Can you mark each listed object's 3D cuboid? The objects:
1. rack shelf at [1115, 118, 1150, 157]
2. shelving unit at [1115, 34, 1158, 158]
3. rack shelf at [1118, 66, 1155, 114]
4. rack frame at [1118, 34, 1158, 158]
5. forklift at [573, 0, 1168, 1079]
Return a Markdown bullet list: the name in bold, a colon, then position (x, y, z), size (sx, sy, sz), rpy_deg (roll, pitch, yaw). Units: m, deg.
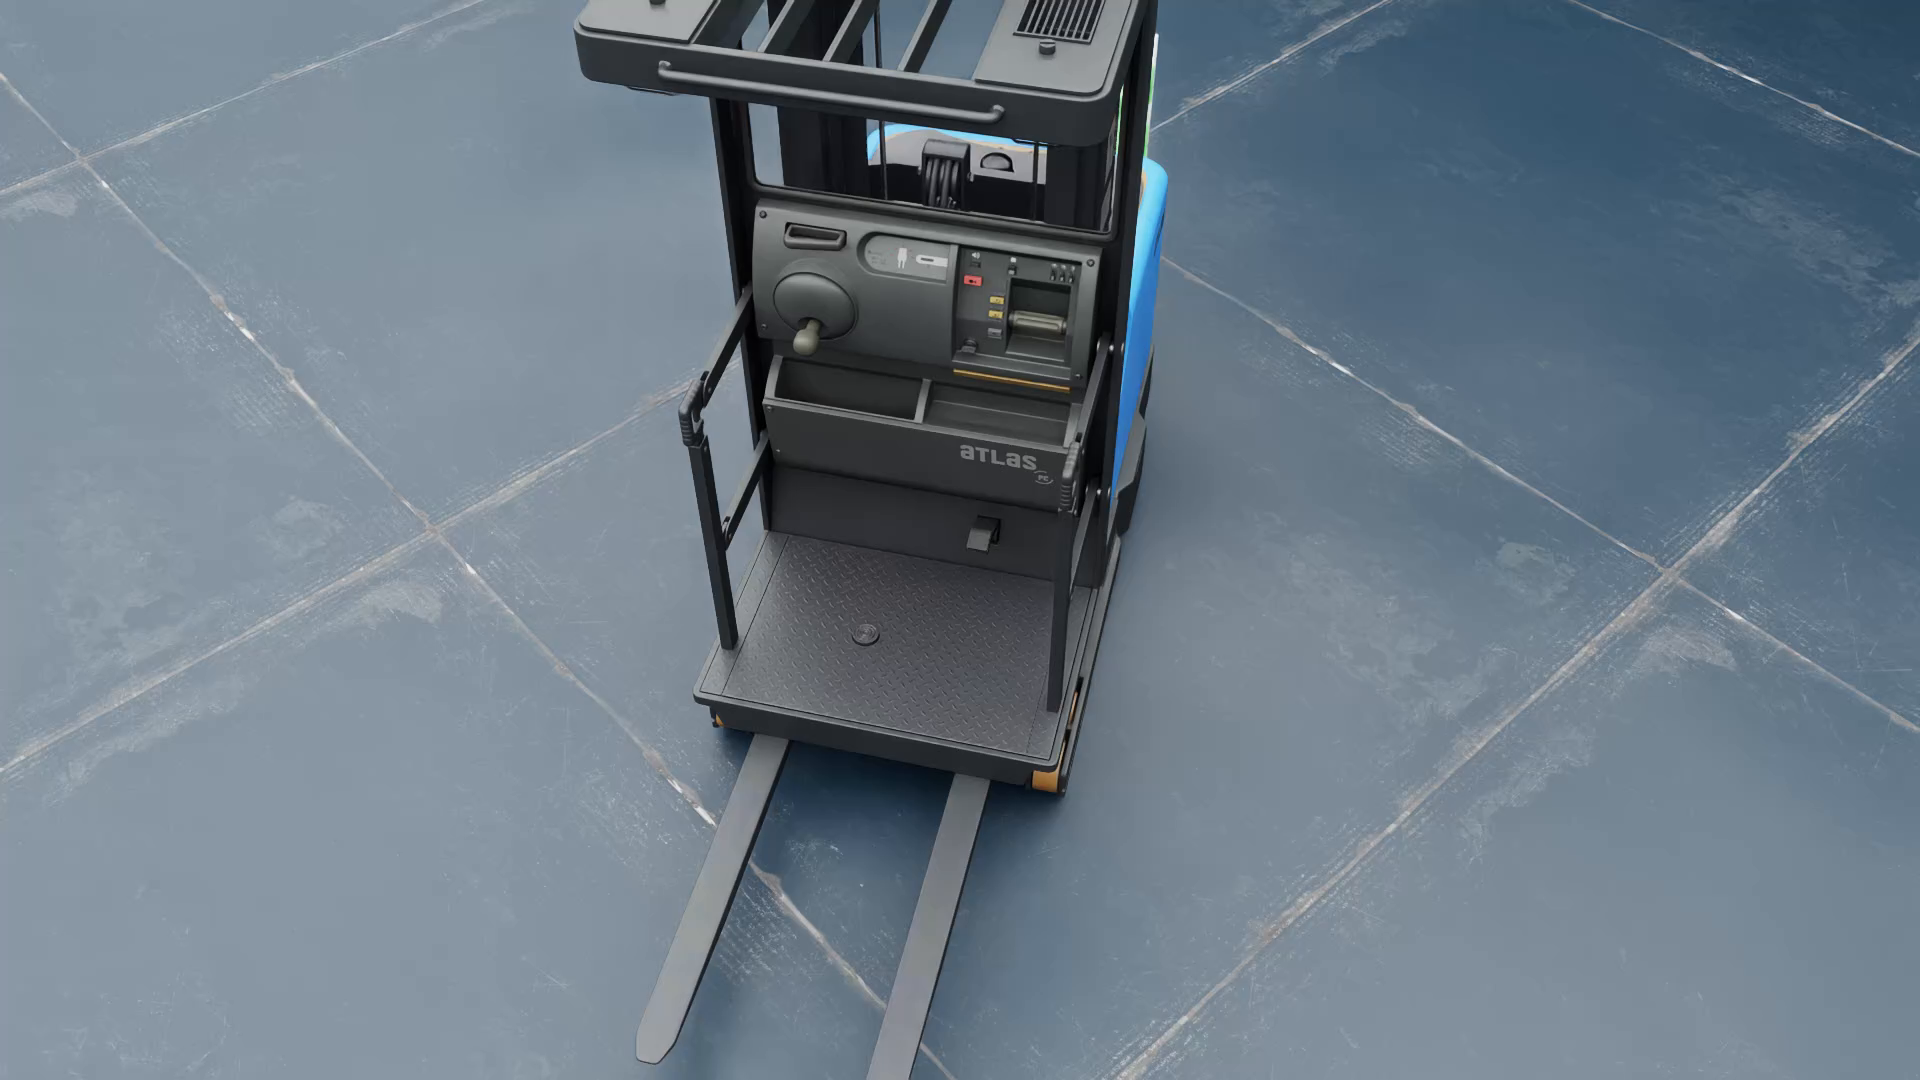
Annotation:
- **rack shelf**: position (0.441, -1.347, 5.937), size (0.258, 0.148, 0.480), rpy_deg (27, 53, 23)
- **shelving unit**: position (0.441, -1.228, 6.066), size (0.258, 1.200, 0.503), rpy_deg (27, 53, 23)
- **rack shelf**: position (0.441, -1.510, 5.761), size (0.258, 0.148, 0.480), rpy_deg (27, 53, 23)
- **rack frame**: position (0.580, -1.375, 6.202), size (0.240, 1.200, 0.015), rpy_deg (27, 53, 23)
- **forklift**: position (-0.147, -0.546, 4.260), size (1.130, 2.935, 3.031), rpy_deg (10, 48, 9)
